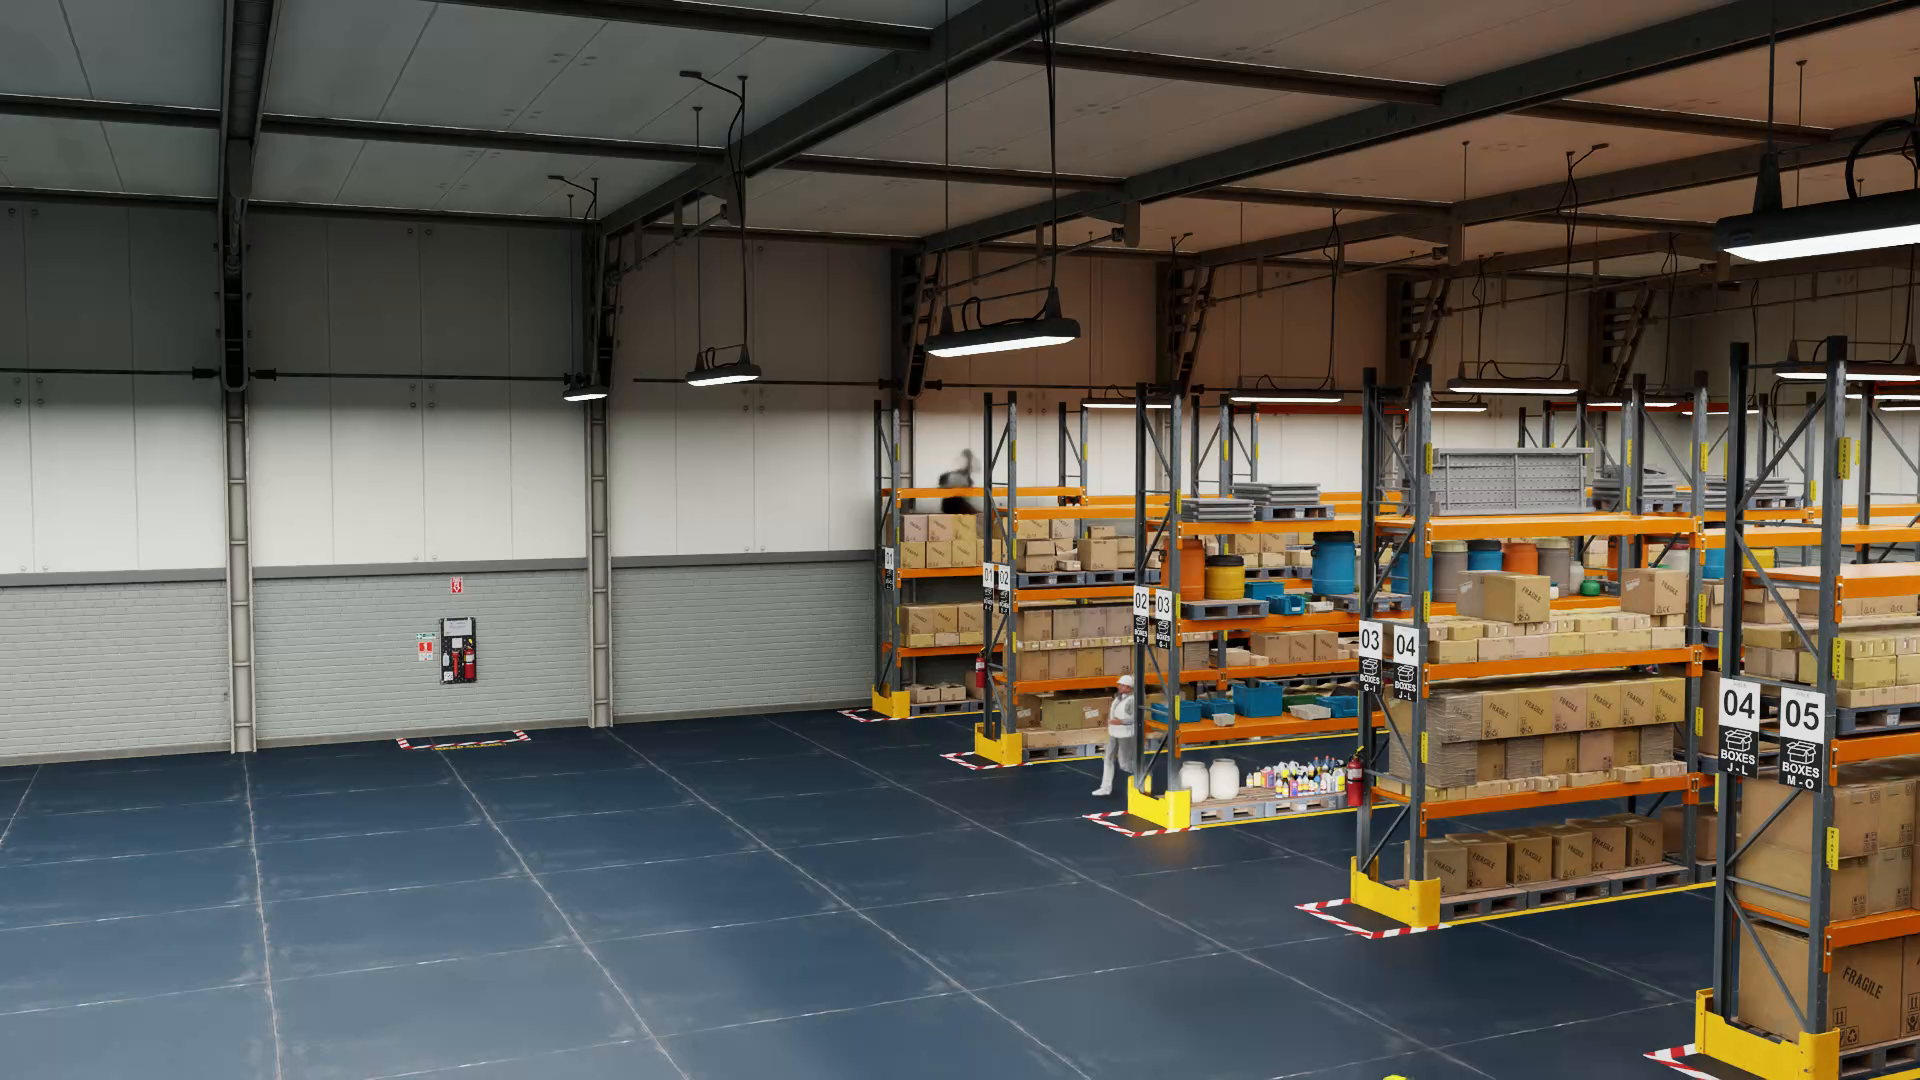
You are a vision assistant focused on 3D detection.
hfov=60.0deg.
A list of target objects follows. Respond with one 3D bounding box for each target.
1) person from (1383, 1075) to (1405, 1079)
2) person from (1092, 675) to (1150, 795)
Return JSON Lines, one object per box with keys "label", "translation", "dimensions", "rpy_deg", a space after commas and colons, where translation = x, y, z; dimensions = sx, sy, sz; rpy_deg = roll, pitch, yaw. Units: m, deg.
{"label": "person", "translation": [2.372, 3.765, 9.040], "dimensions": [0.680, 1.768, 0.751], "rpy_deg": [1, 4, 22]}
{"label": "person", "translation": [2.359, 2.851, 24.284], "dimensions": [0.920, 1.746, 0.687], "rpy_deg": [-2, 4, -31]}
